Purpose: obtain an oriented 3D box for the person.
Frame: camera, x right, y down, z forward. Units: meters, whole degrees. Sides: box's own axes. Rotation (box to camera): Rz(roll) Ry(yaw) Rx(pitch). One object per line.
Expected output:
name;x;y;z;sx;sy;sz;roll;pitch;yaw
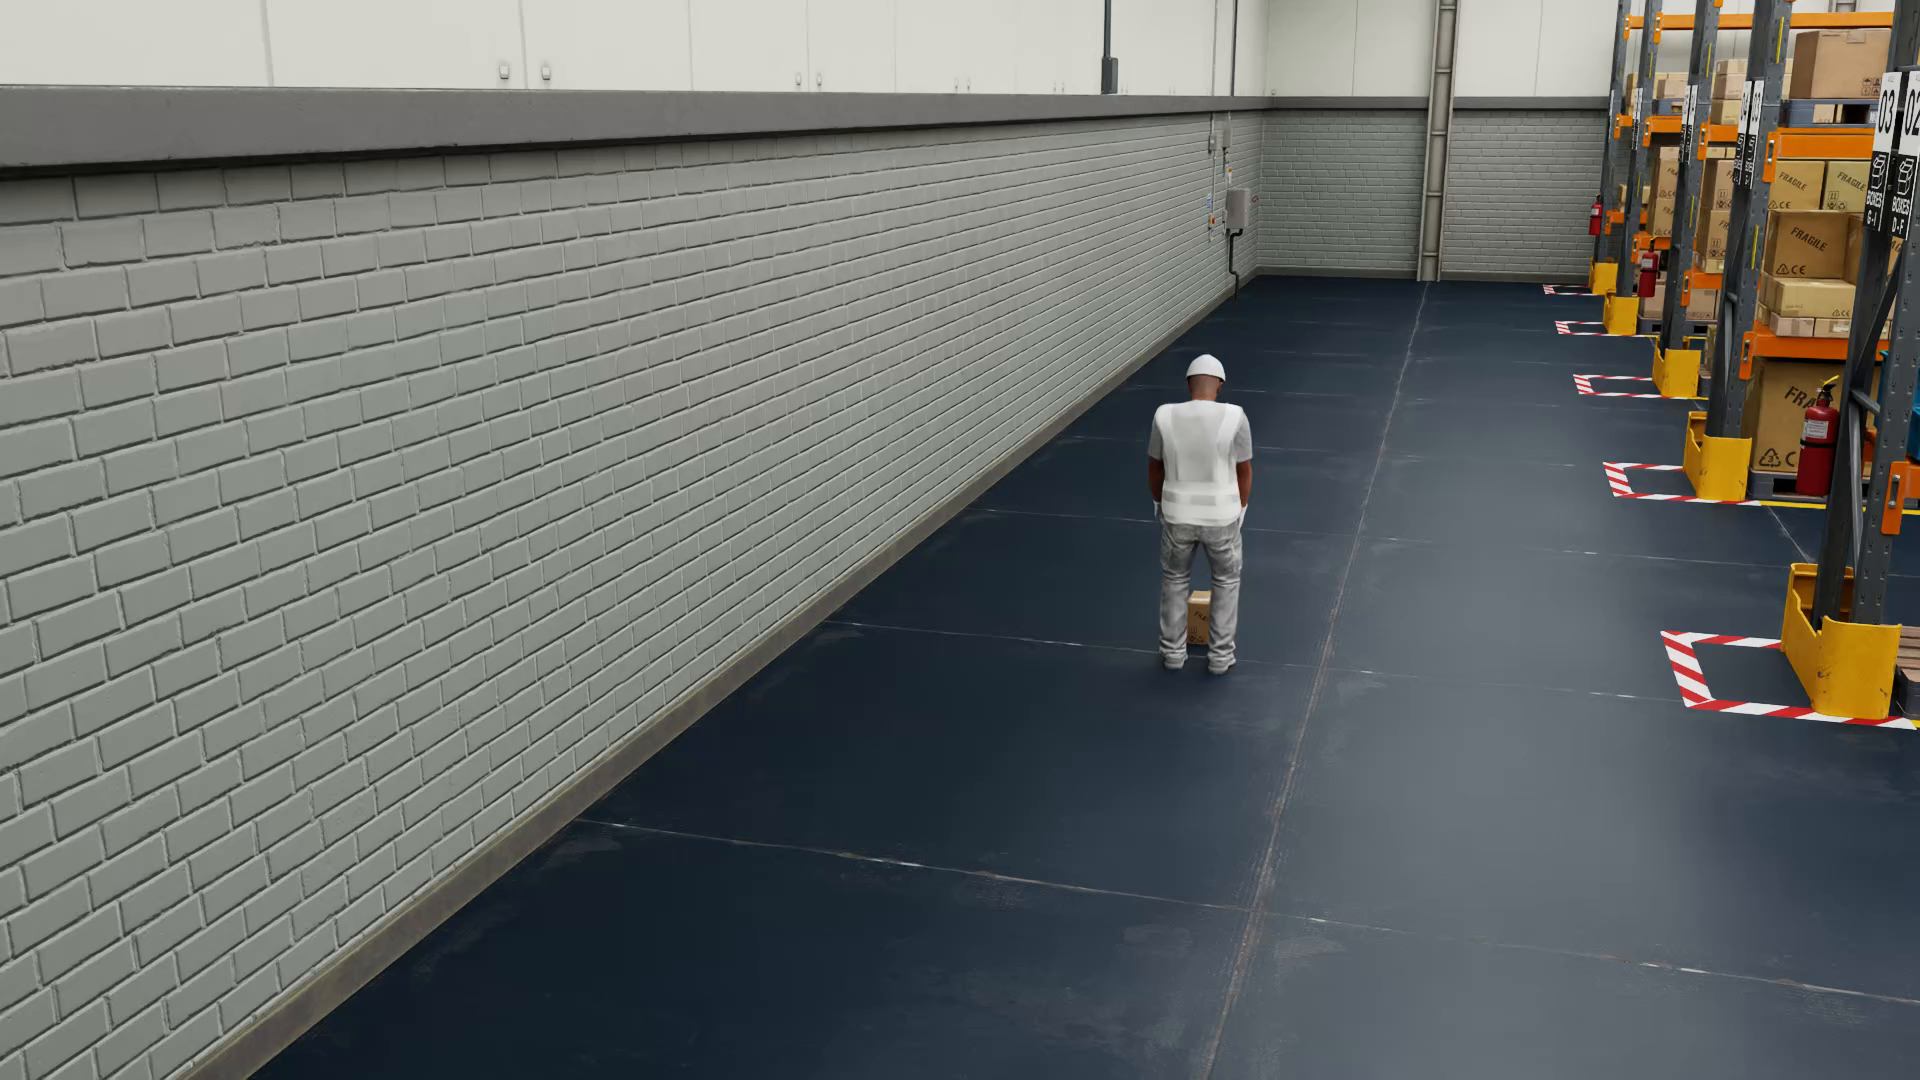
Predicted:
person;1.303;-0.141;9.112;0.573;1.732;0.458;5;16;17
